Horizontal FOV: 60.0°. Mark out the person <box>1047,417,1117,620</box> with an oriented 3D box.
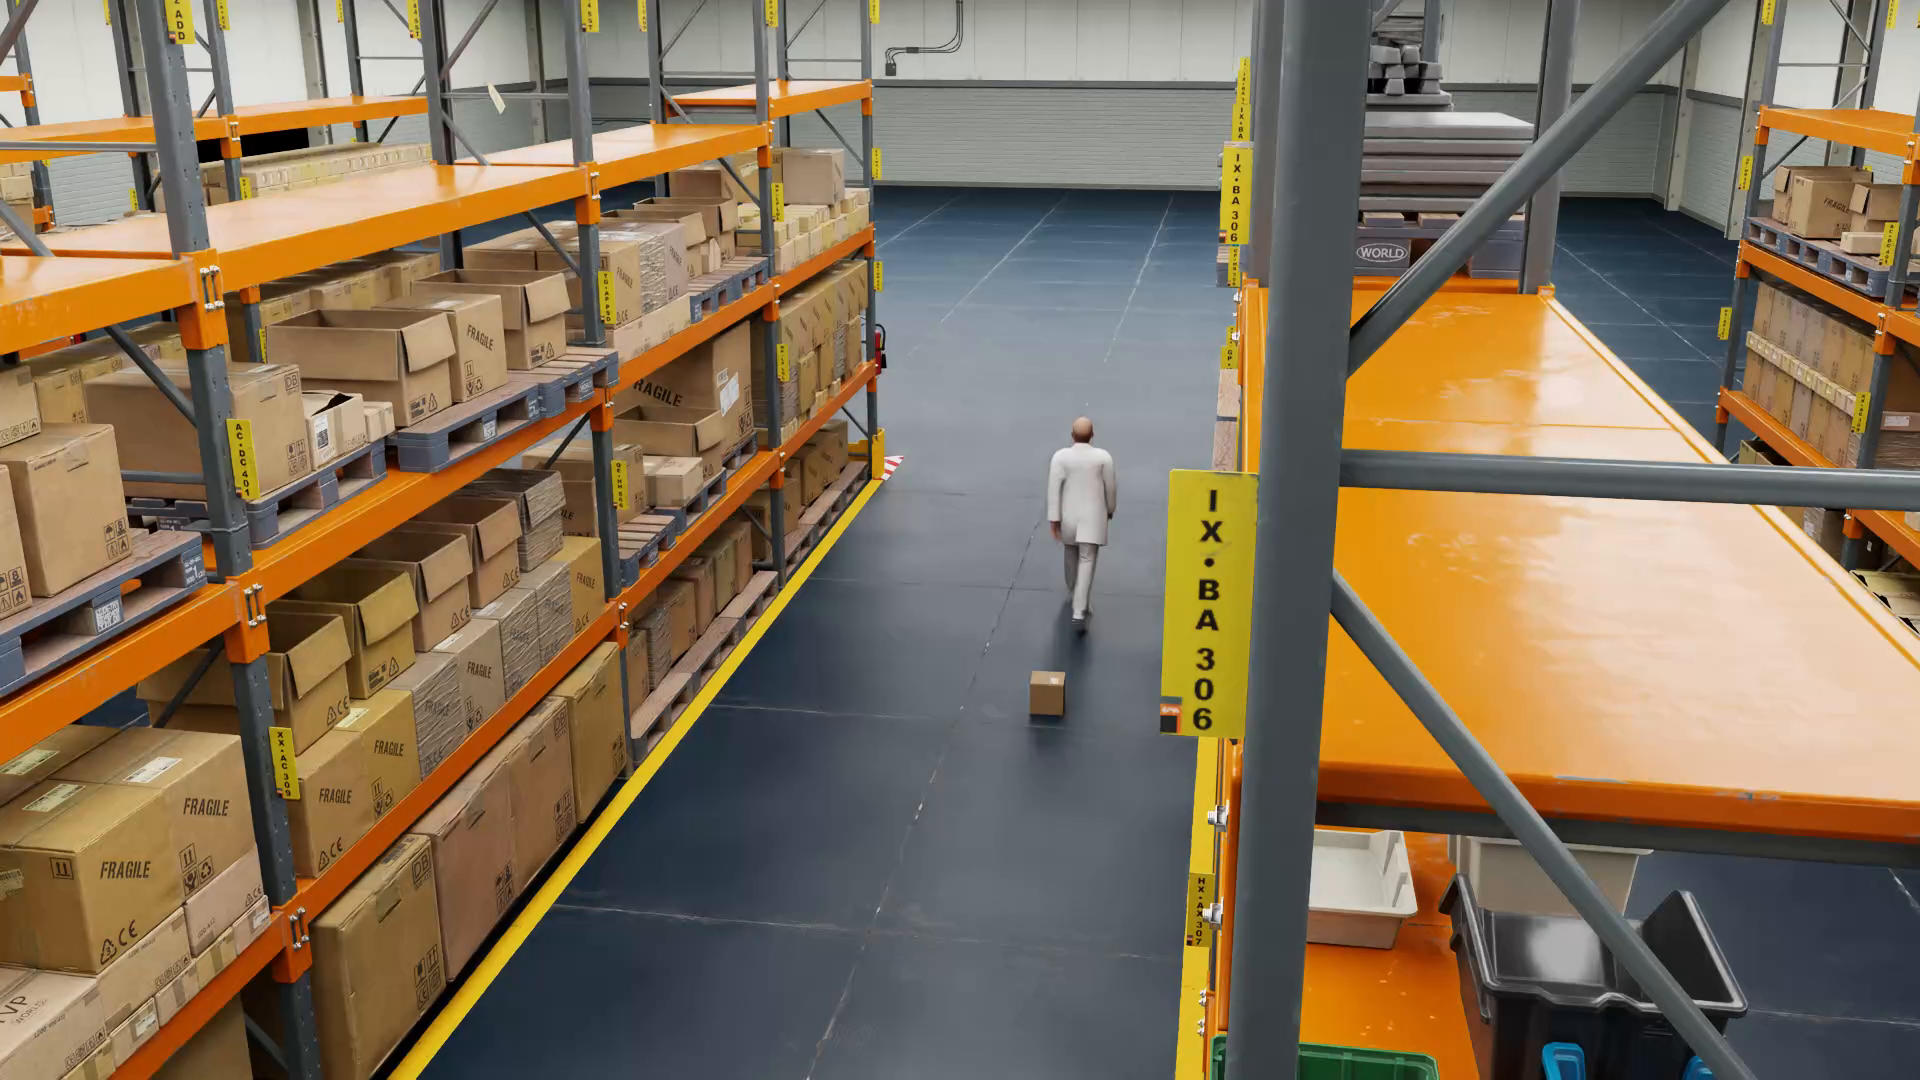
[{"bbox_3d":[1.055,-0.218,14.257,0.576,1.726,1.151,4,18,12],"label":"person"}]
